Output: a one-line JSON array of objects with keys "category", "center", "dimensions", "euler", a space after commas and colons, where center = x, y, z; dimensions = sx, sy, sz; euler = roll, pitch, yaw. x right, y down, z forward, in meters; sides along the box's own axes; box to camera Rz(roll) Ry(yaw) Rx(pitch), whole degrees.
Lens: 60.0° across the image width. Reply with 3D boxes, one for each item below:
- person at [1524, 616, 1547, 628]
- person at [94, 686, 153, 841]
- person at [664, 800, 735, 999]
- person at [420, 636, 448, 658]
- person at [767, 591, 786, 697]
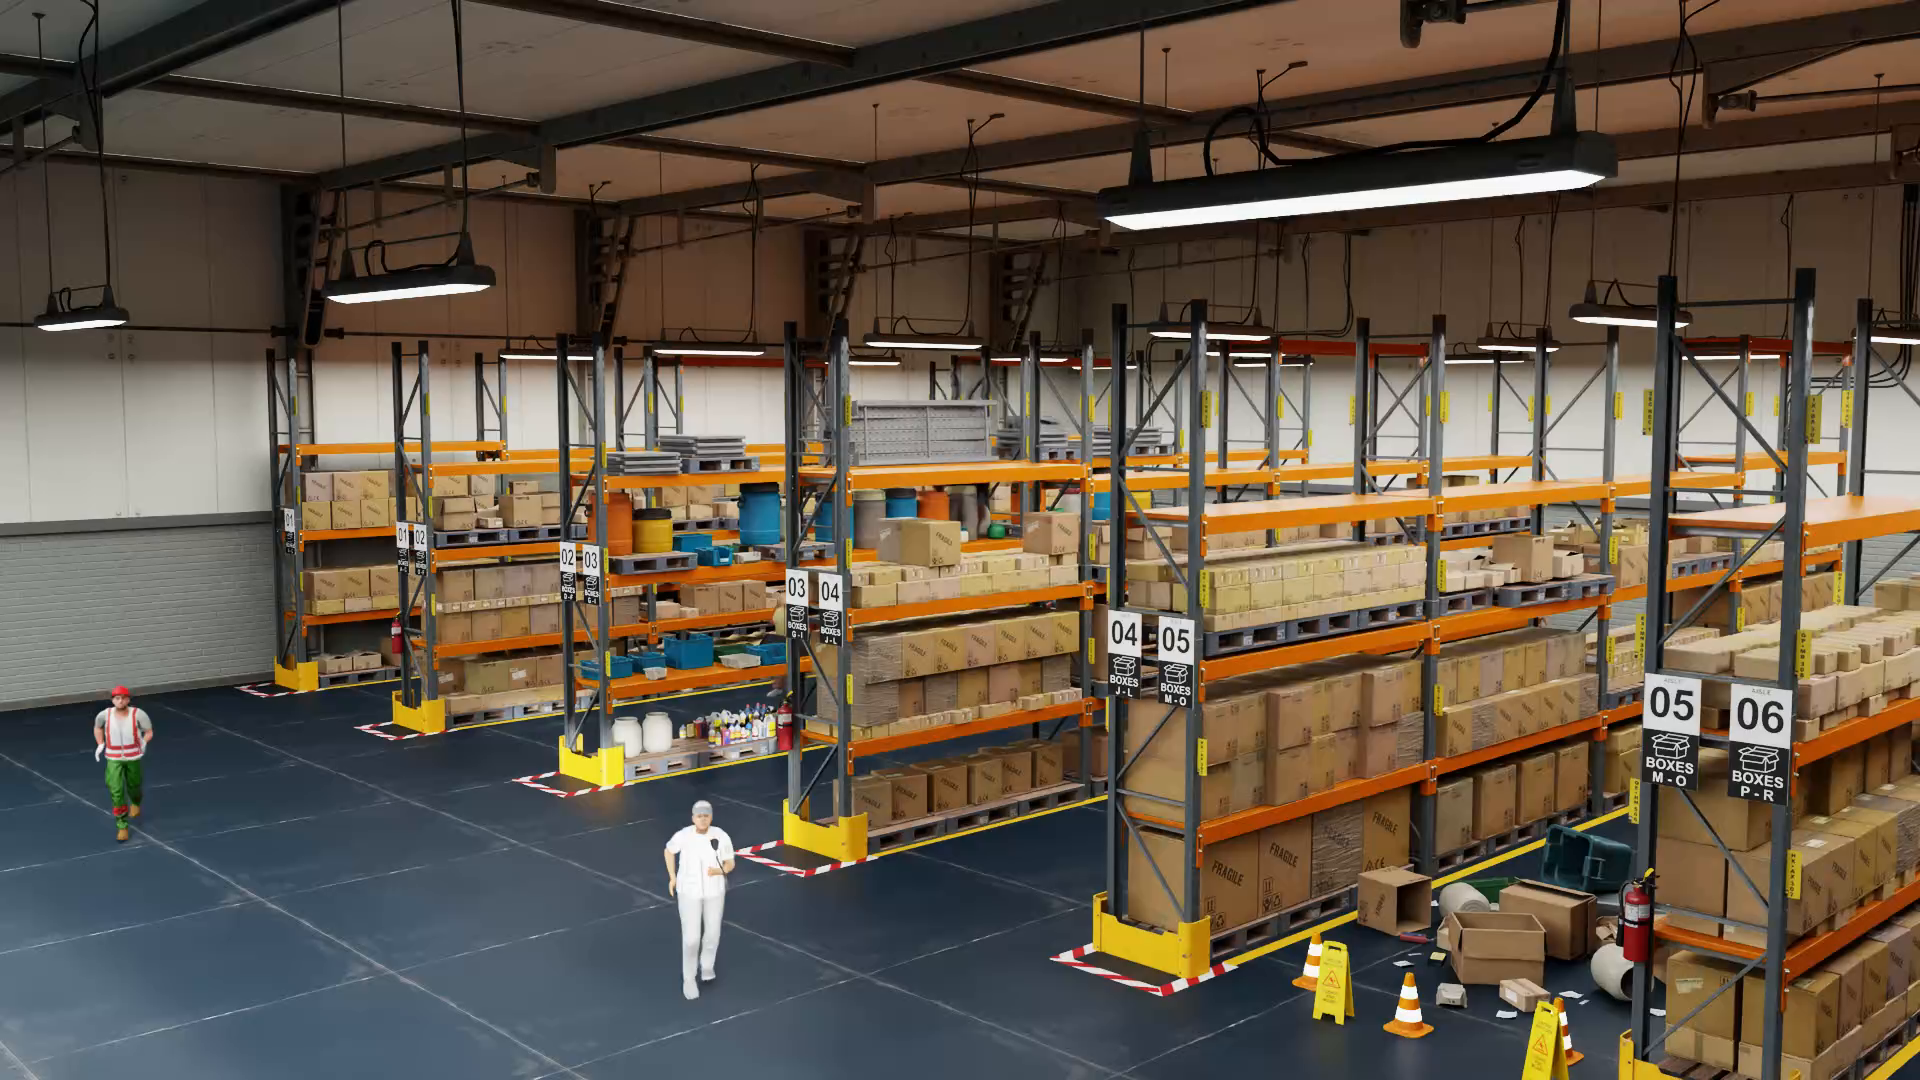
[{"category": "person", "center": [10.845, 1.603, 31.508], "dimensions": [0.694, 1.653, 0.572], "euler": [-2, 5, -22]}, {"category": "person", "center": [-9.882, 2.580, 19.667], "dimensions": [0.631, 1.774, 0.962], "euler": [-2, 5, -23]}, {"category": "person", "center": [-2.242, 3.100, 14.410], "dimensions": [0.571, 1.708, 0.711], "euler": [-1, 5, -16]}, {"category": "person", "center": [-8.801, 1.835, 28.136], "dimensions": [0.673, 1.754, 0.900], "euler": [3, 6, 30]}, {"category": "person", "center": [-2.857, 1.675, 27.080], "dimensions": [0.568, 1.697, 0.885], "euler": [4, 7, 41]}]
